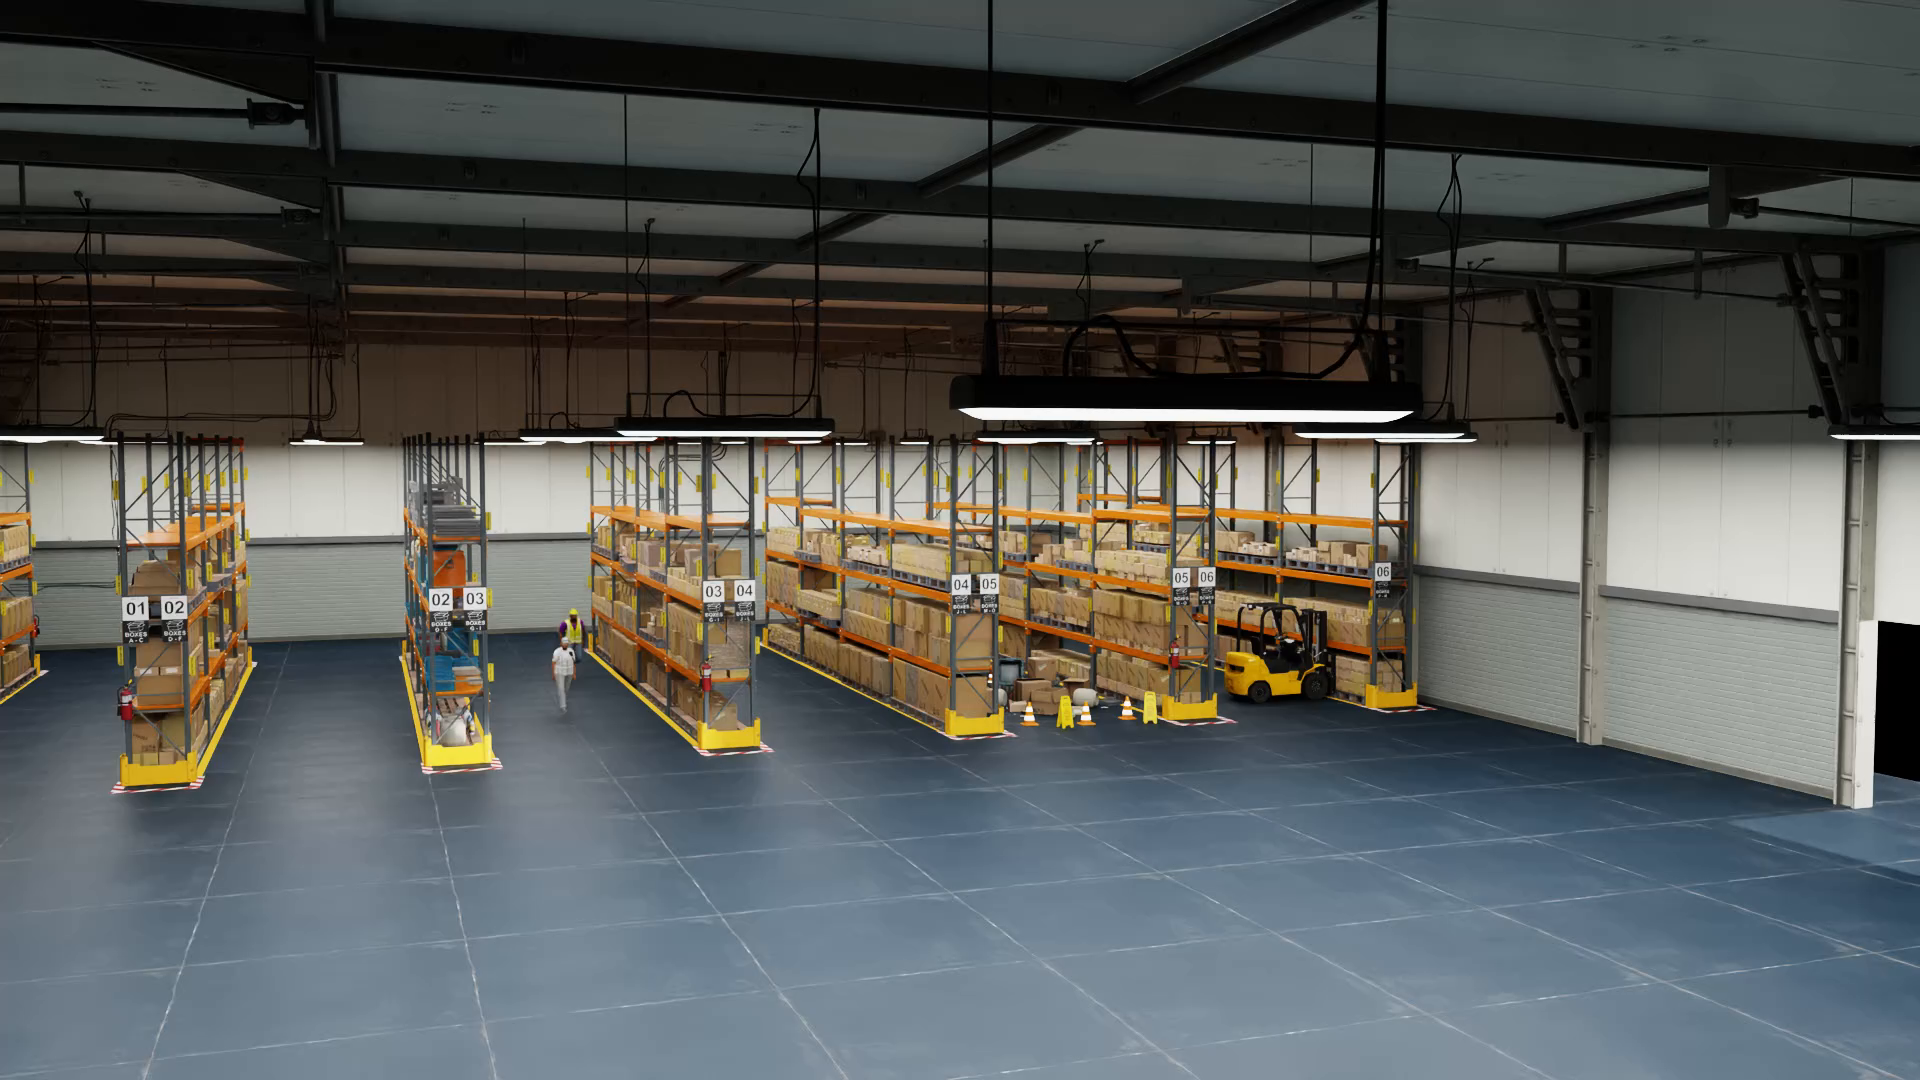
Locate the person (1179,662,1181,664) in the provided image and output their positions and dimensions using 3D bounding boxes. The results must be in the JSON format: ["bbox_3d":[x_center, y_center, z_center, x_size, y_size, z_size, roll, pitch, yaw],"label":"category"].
[{"bbox_3d":[5.261,2.644,40.535,0.660,1.679,0.790,-1,3,-20],"label":"person"}]

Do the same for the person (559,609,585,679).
[{"bbox_3d":[-9.667,2.567,41.395,0.659,1.740,0.657,-2,4,-30],"label":"person"}]

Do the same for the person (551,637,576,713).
[{"bbox_3d":[-8.533,2.902,35.917,0.538,1.612,0.957,-3,4,-41],"label":"person"}]
